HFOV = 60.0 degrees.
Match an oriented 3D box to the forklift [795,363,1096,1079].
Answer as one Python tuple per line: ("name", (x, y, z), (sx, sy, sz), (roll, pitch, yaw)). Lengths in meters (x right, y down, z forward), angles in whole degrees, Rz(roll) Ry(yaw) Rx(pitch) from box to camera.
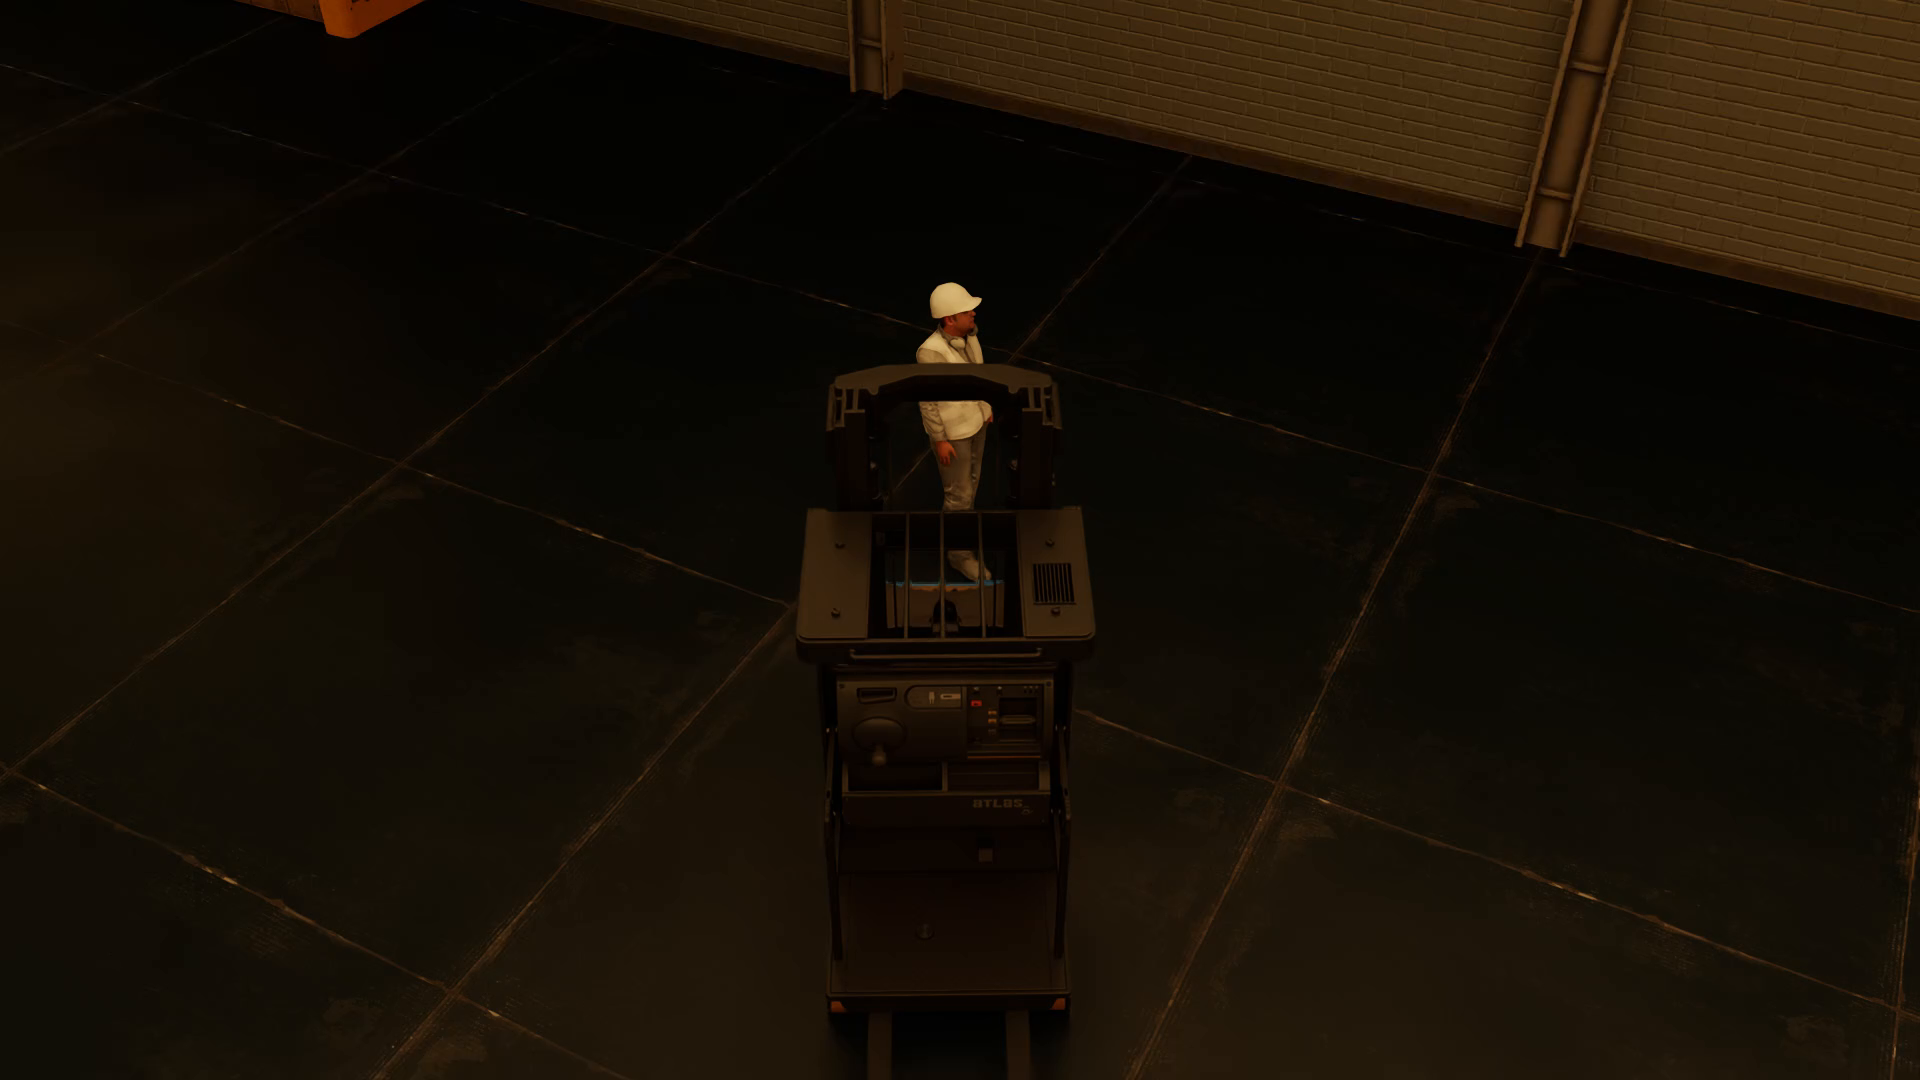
("forklift", (-0.057, 0.850, 6.977), (1.130, 2.935, 3.031), (-1, 40, -1))

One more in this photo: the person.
("person", (0.053, -0.661, 9.659), (0.566, 1.775, 0.633), (18, 43, 21))
